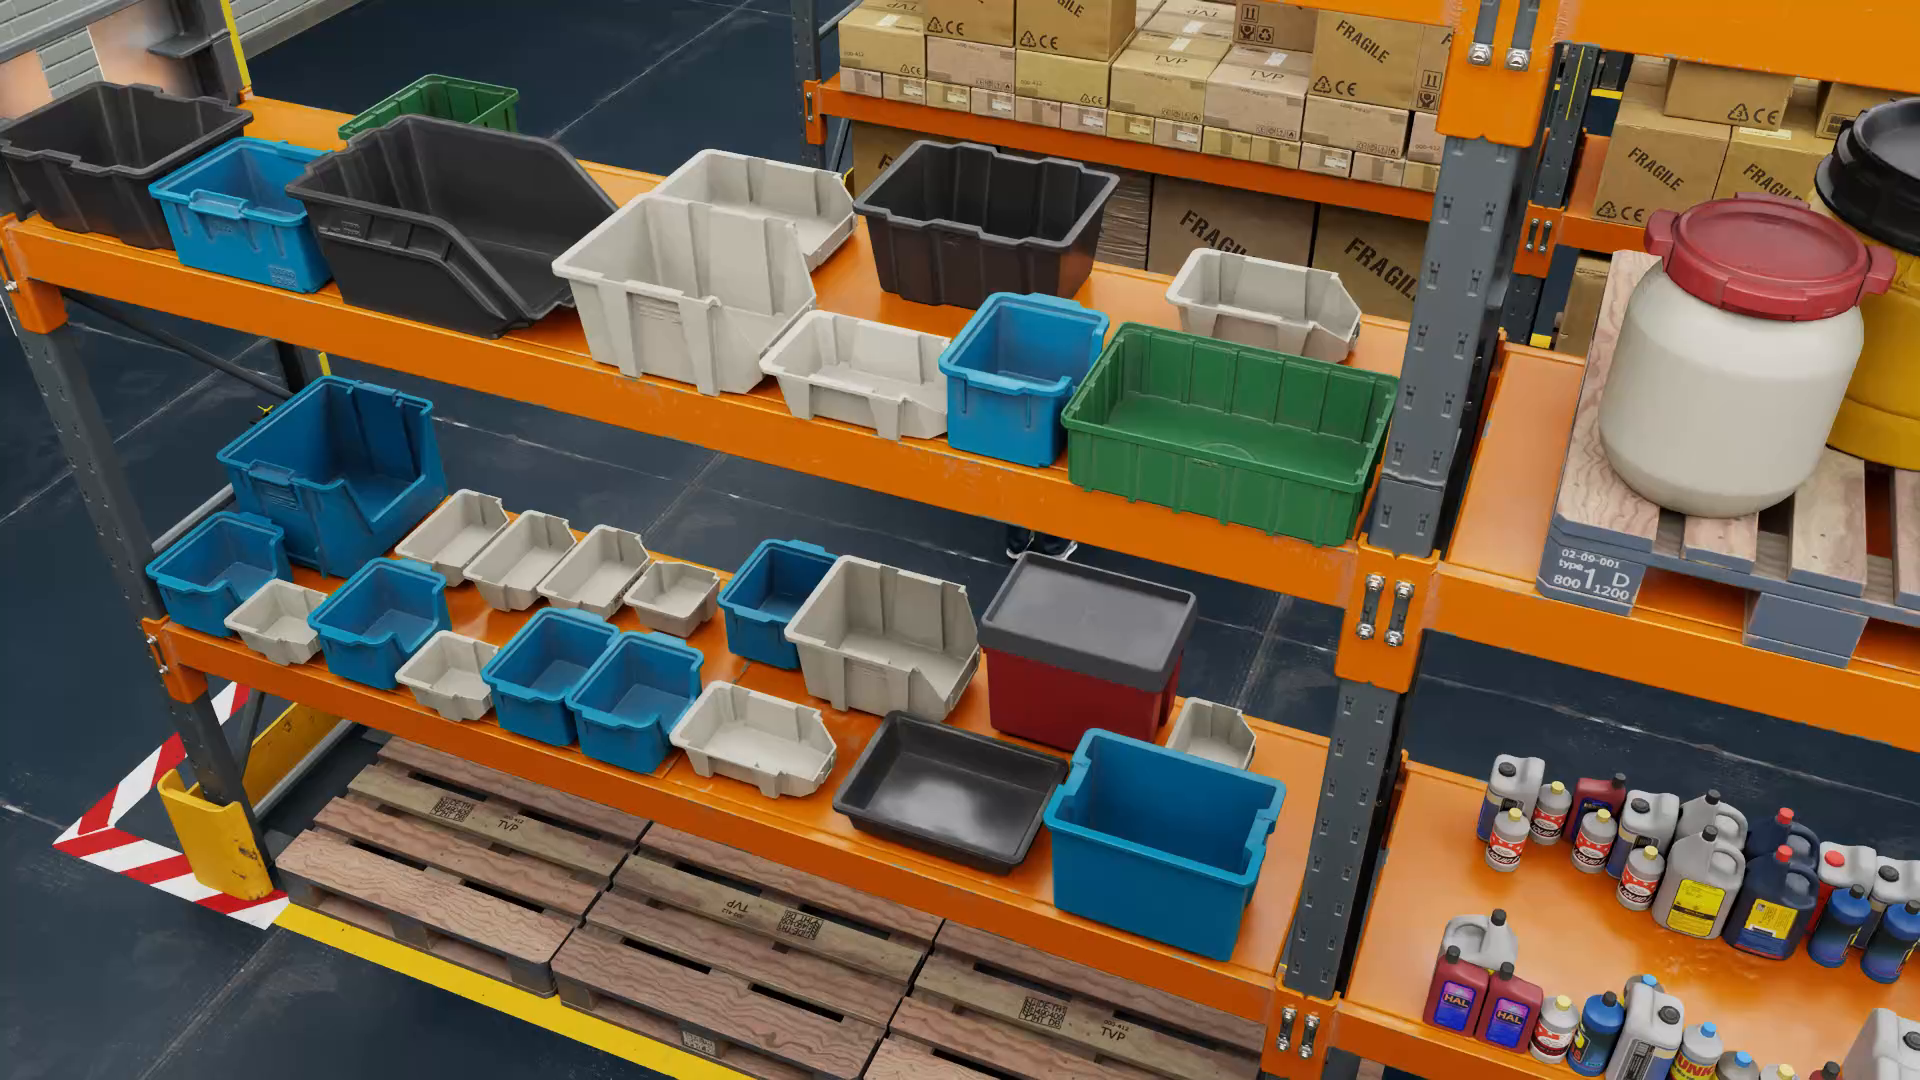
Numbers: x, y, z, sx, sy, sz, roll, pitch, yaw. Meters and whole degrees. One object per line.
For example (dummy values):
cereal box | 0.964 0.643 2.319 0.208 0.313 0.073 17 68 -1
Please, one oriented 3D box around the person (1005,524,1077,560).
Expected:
person | 0.410 -0.605 7.607 0.374 1.594 0.512 14 40 17
